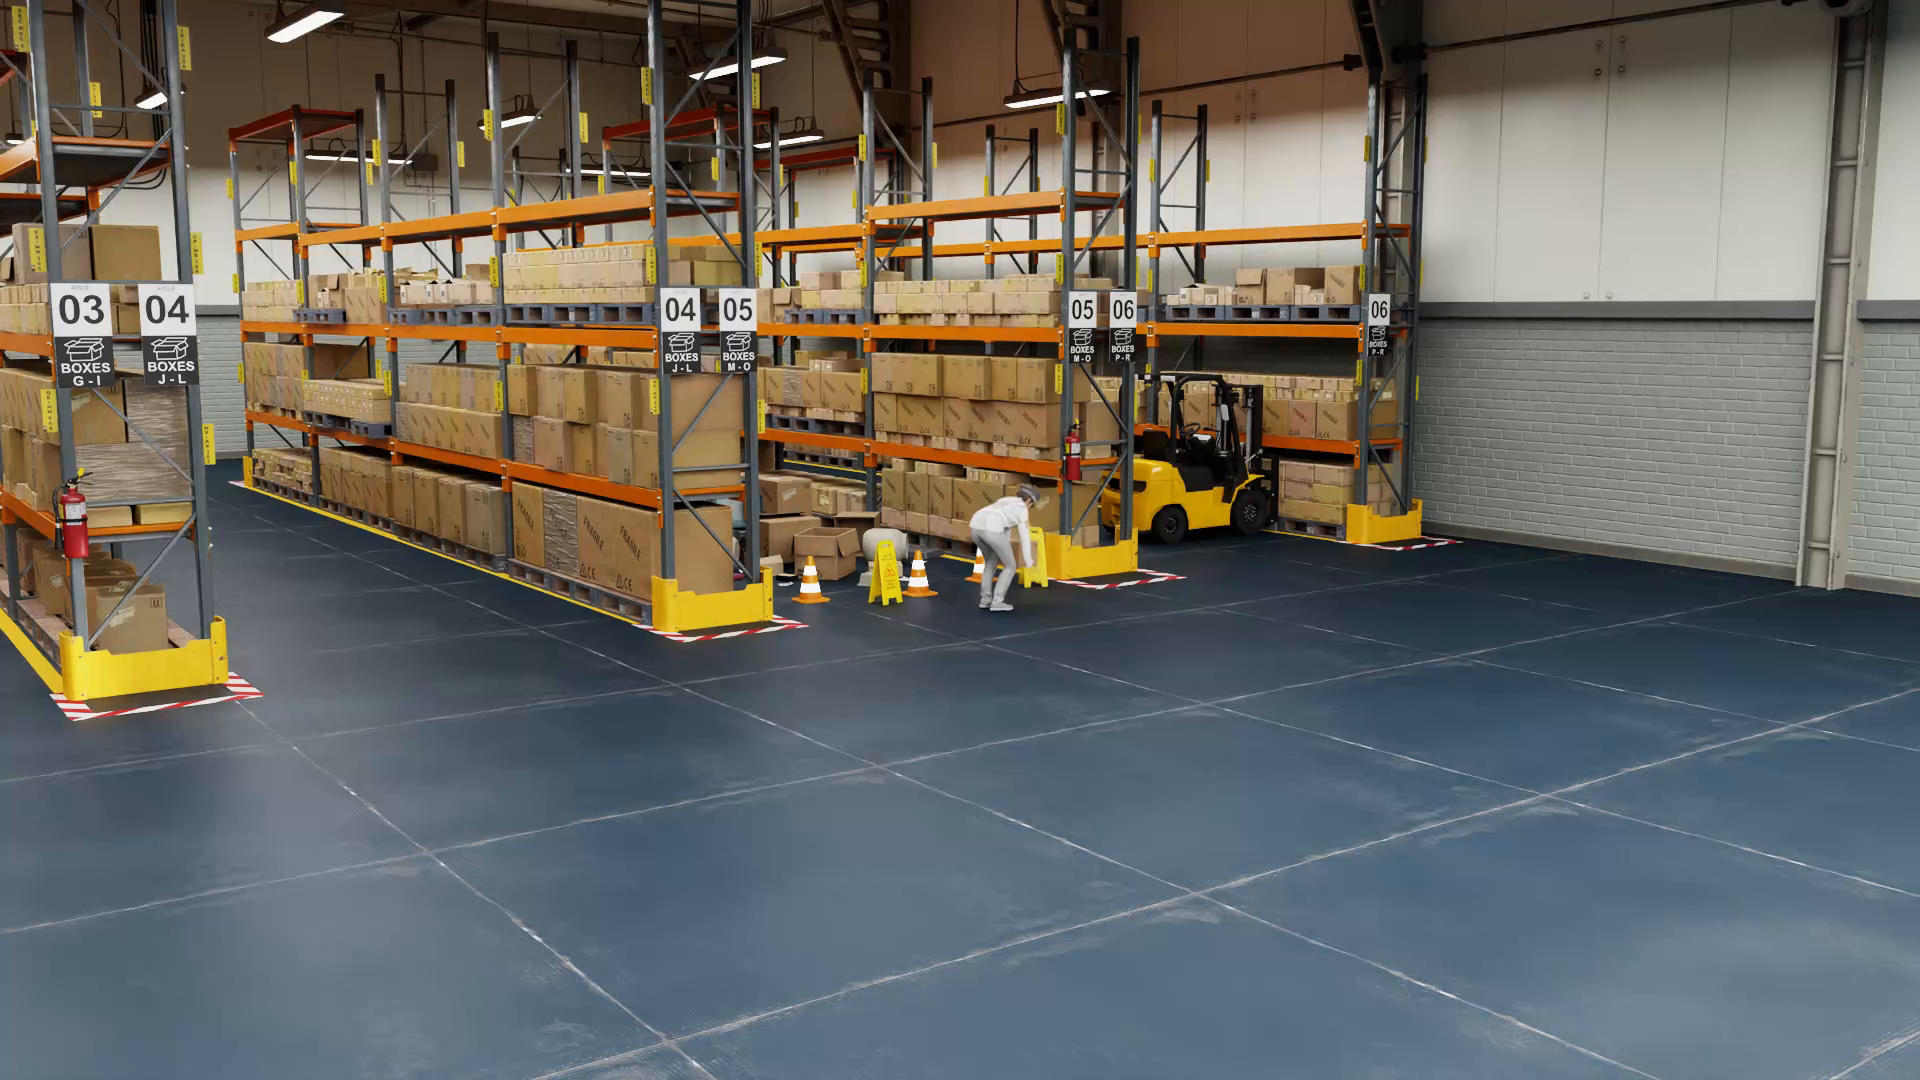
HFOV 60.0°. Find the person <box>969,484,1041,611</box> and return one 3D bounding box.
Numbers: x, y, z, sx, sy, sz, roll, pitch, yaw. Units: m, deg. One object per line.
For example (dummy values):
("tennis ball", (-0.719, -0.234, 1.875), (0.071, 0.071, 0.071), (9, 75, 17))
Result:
("person", (0.479, 0.069, 16.859), (0.895, 1.244, 0.426), (-8, 11, -44))
